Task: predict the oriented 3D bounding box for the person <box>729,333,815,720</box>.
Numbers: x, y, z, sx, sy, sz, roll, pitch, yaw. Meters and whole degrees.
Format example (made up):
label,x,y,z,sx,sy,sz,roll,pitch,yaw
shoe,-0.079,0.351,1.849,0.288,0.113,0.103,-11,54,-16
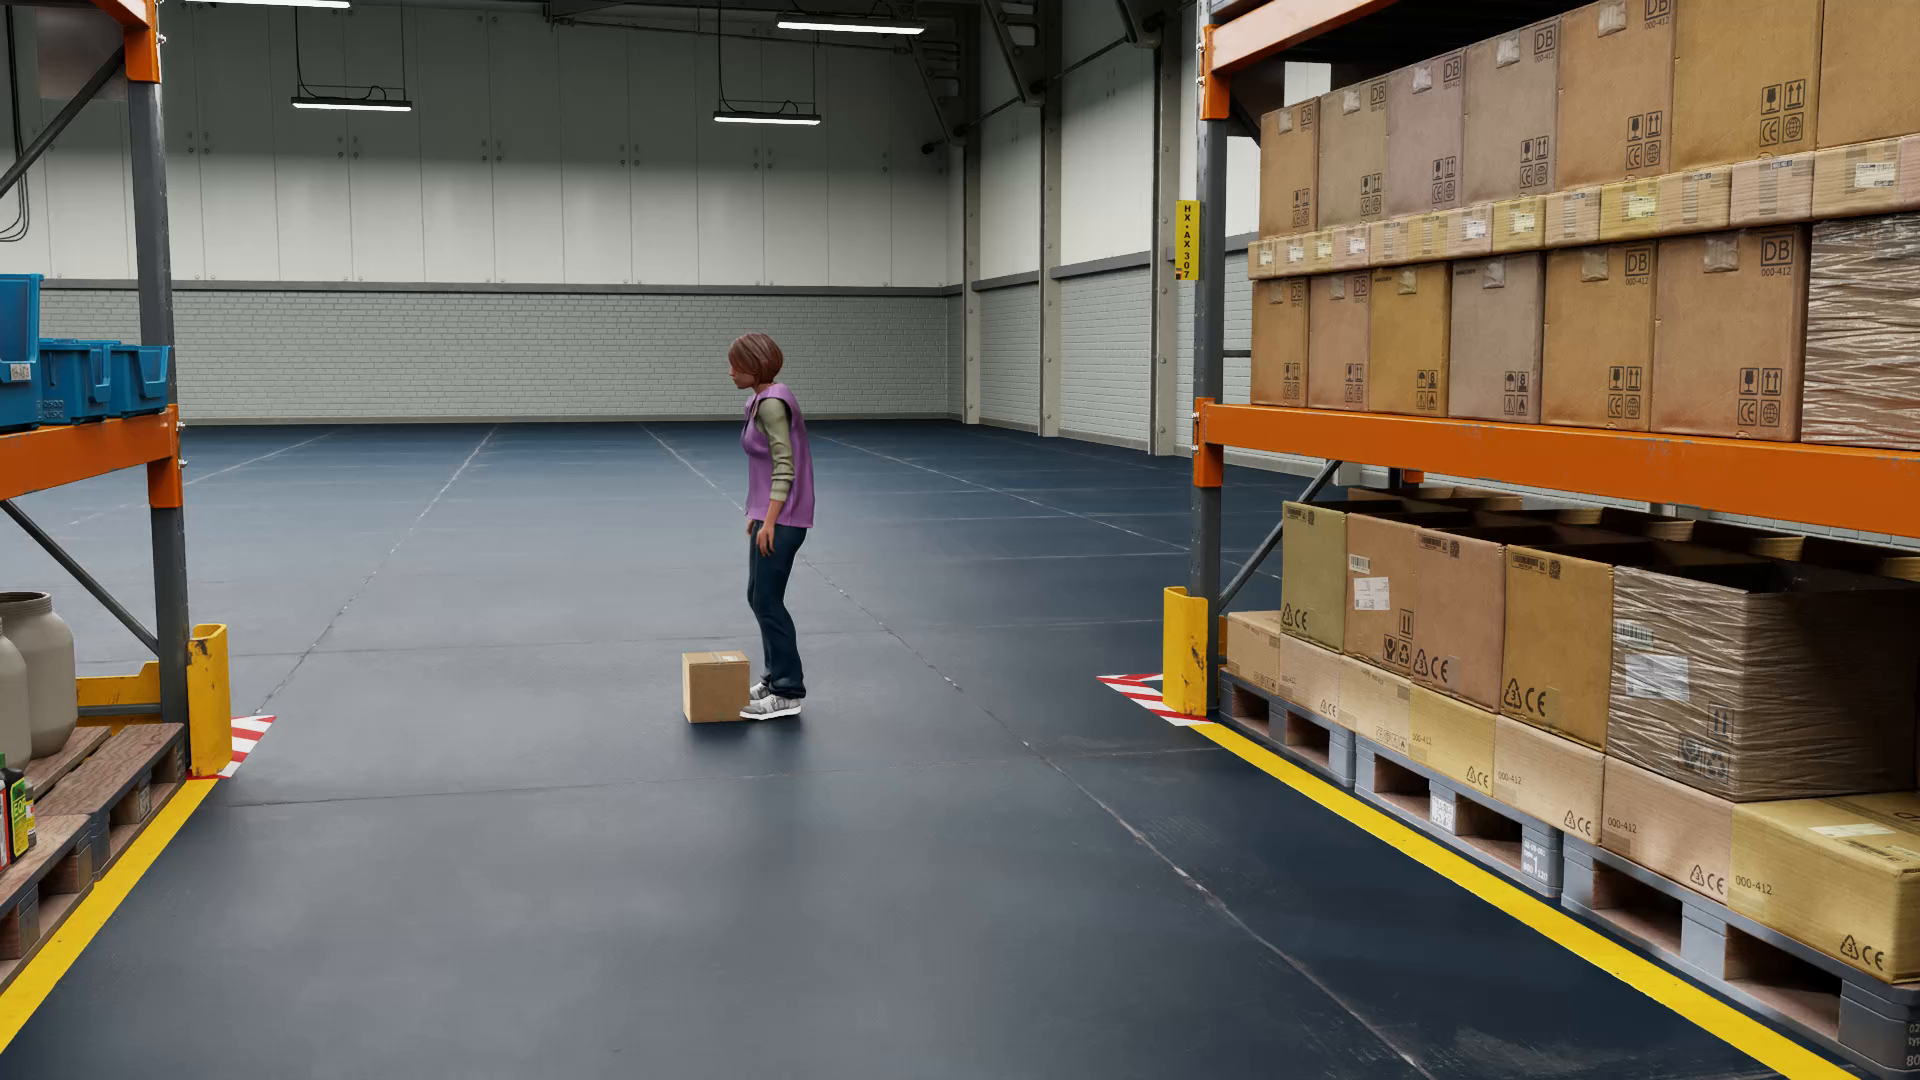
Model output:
label,x,y,z,sx,sy,sz,roll,pitch,yaw
person,-0.787,-0.063,6.945,0.343,1.593,0.462,-2,7,-13
